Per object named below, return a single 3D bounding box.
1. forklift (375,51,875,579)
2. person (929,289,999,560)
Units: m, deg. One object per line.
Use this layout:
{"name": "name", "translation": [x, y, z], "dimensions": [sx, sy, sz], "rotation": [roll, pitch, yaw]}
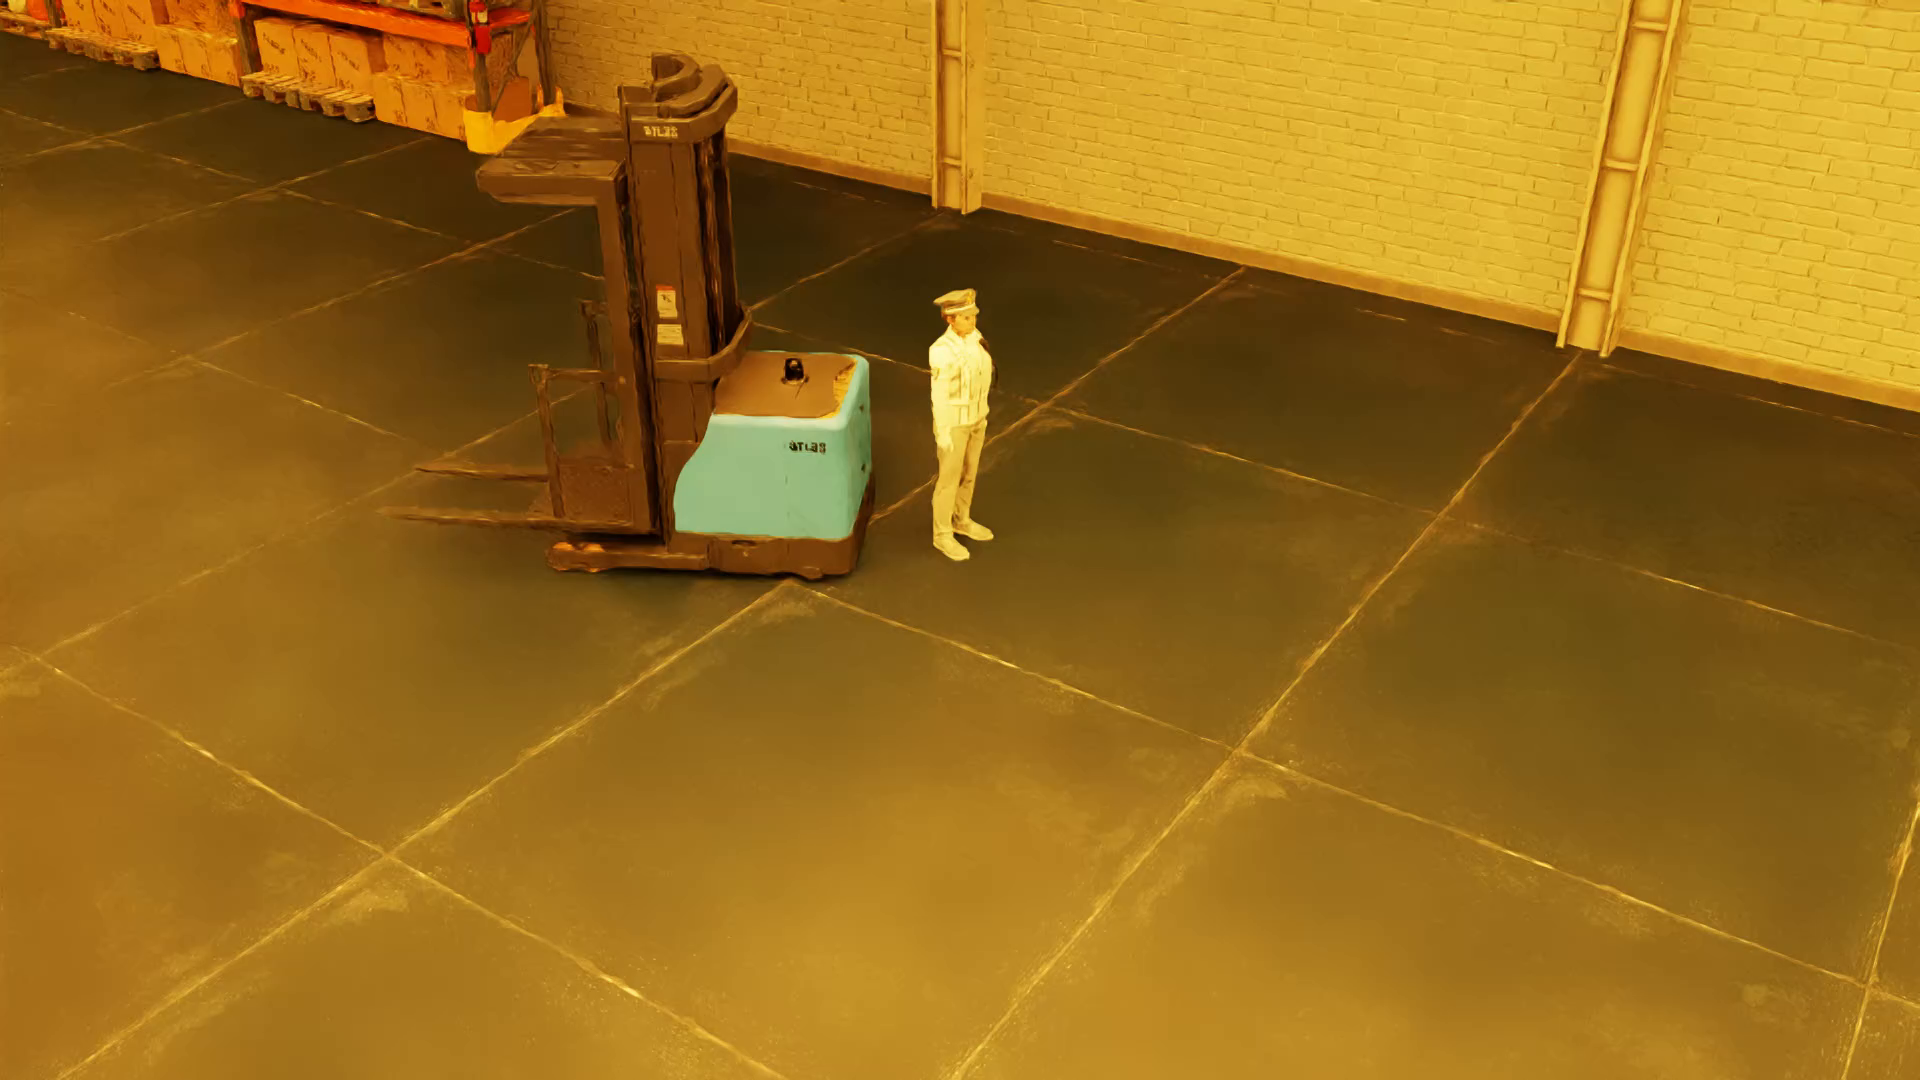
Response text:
{"name": "forklift", "translation": [-2.102, -1.333, 9.877], "dimensions": [3.031, 2.935, 1.130], "rotation": [3, 30, 5]}
{"name": "person", "translation": [0.013, -0.725, 10.070], "dimensions": [0.337, 1.692, 0.463], "rotation": [19, 35, 29]}
